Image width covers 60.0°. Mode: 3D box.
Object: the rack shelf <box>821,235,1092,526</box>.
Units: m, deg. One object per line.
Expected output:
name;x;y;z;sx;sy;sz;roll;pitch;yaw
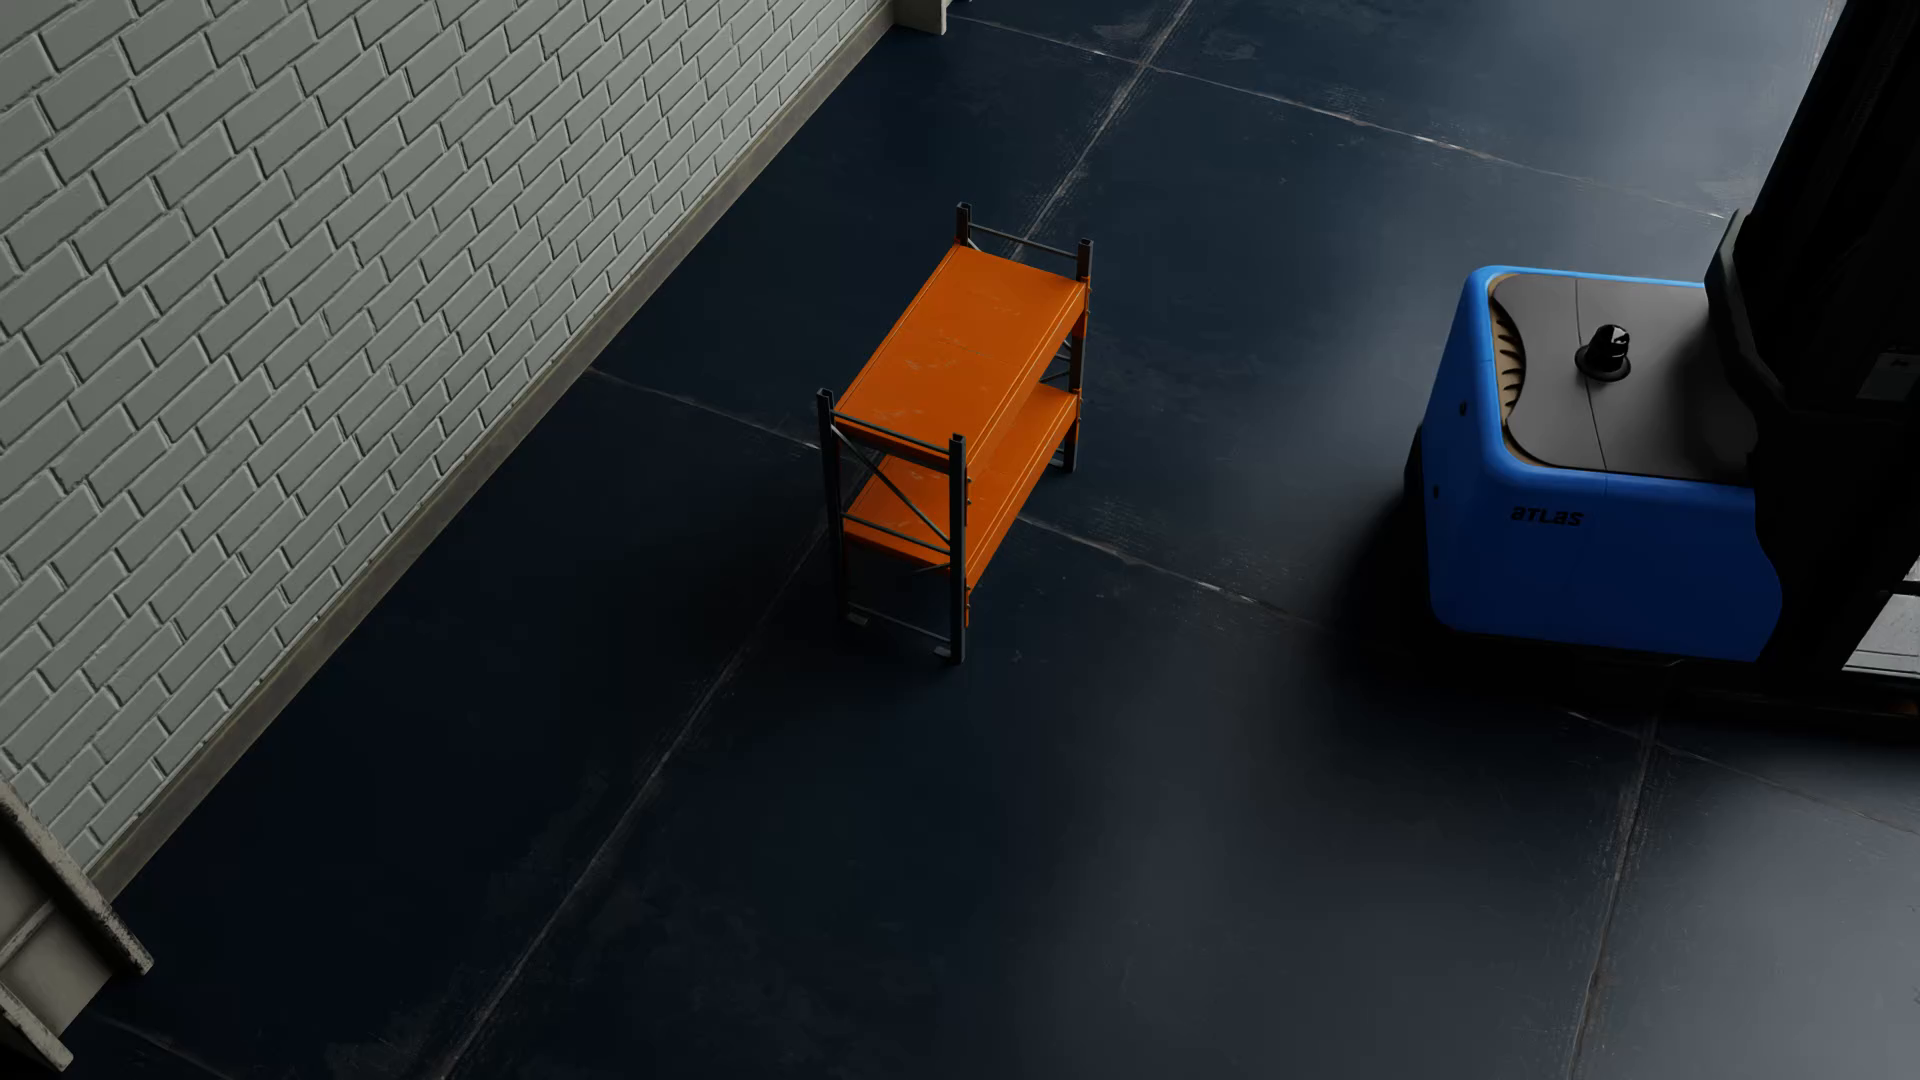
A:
rack shelf;0.003;-0.559;5.603;0.538;0.278;1.000;20;52;16

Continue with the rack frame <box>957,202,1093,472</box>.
rack frame;0.220;-0.719;6.123;0.500;1.125;0.032;20;52;16

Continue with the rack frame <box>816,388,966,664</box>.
rack frame;-0.214;-0.019;5.528;0.500;1.125;0.032;20;52;16

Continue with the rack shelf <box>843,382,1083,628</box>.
rack shelf;0.003;-0.211;6.012;0.538;0.278;1.000;20;52;16

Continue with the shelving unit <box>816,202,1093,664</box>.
shelving unit;0.003;-0.369;5.826;0.538;1.125;1.048;20;52;16

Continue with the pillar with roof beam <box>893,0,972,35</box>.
pillar with roof beam;3.745;-4.258;3.965;9.100;9.000;0.400;20;52;16

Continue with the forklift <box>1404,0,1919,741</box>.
forklift;3.144;-0.681;4.905;3.031;2.935;1.130;6;50;5

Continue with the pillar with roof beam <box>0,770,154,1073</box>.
pillar with roof beam;1.182;-0.127;0.449;9.100;9.000;0.400;20;52;16
